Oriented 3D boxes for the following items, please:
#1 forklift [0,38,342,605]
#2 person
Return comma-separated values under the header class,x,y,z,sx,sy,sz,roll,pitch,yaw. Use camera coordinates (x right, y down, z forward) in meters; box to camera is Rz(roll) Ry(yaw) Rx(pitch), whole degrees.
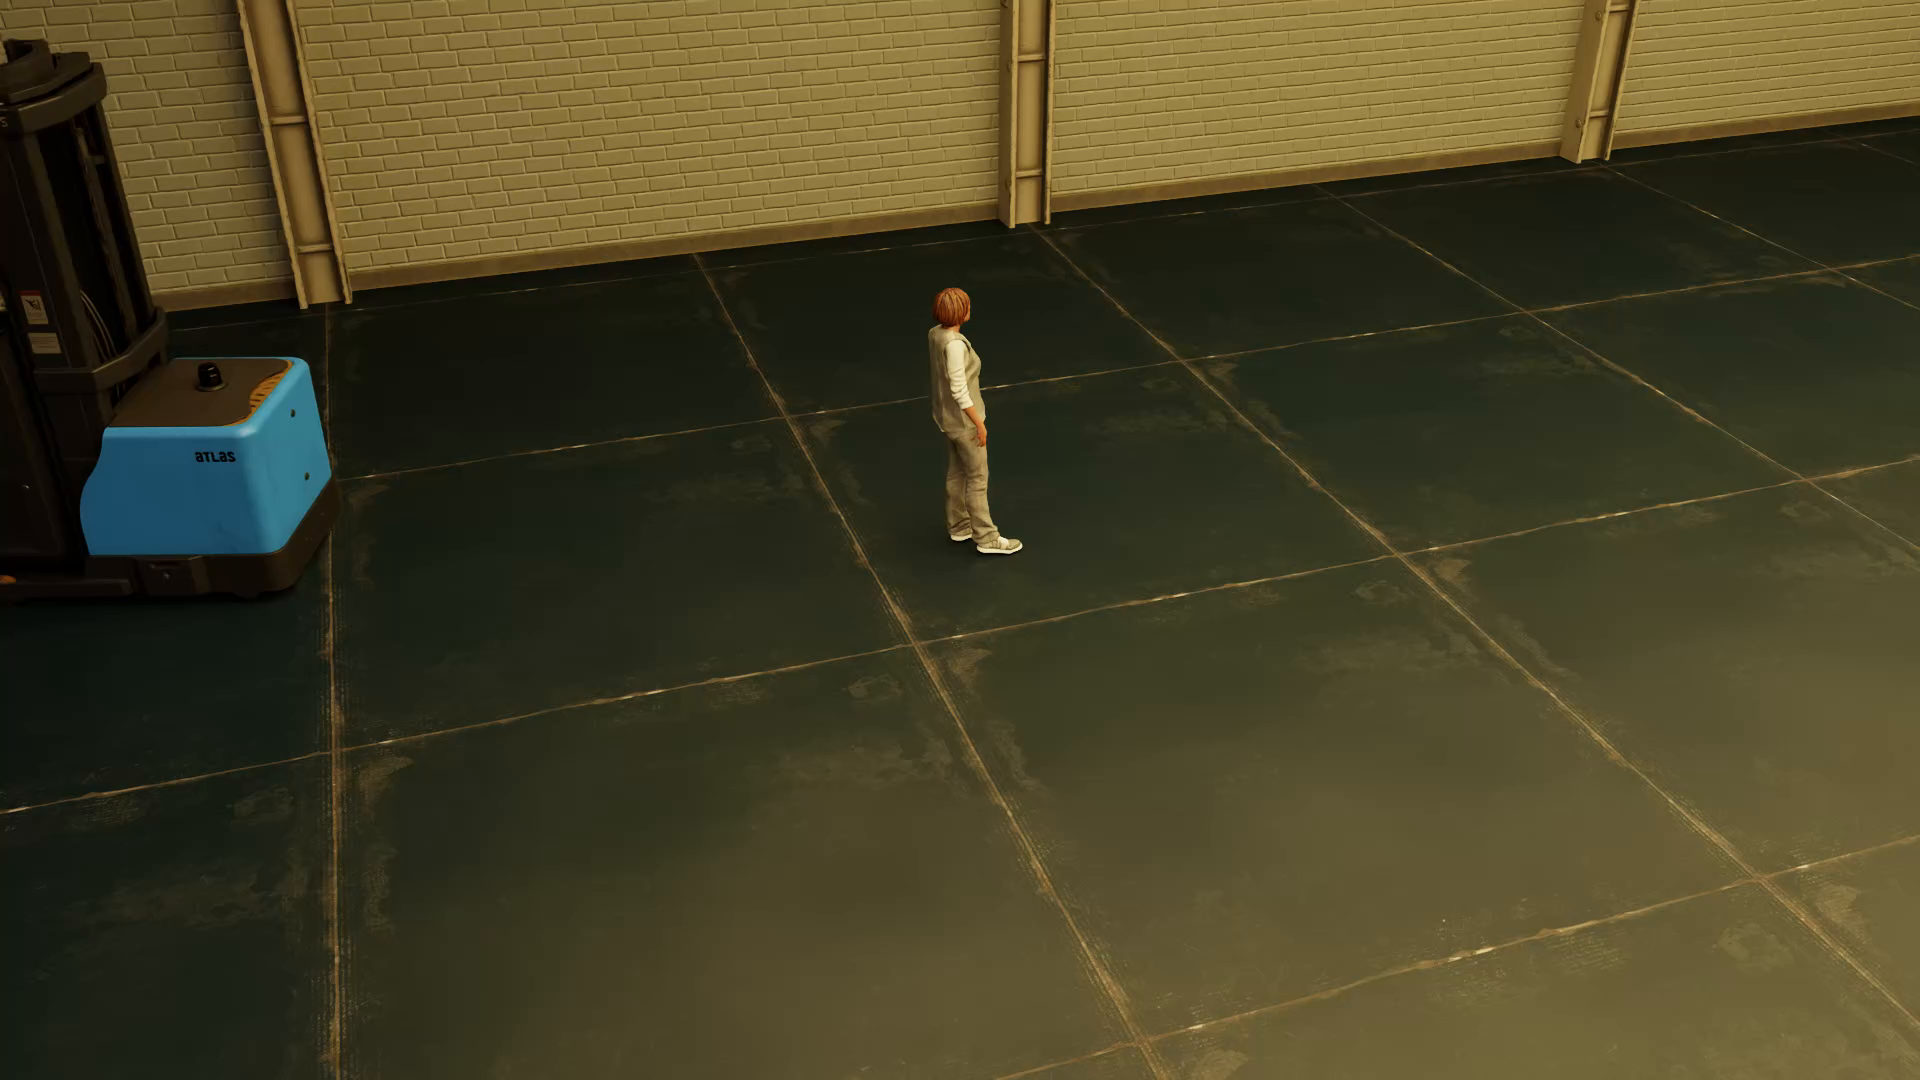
class,x,y,z,sx,sy,sz,roll,pitch,yaw
forklift,-5.304,-1.167,9.116,3.031,2.935,1.130,0,30,-1
person,0.074,-0.704,9.633,0.475,1.597,0.520,-10,31,-16
